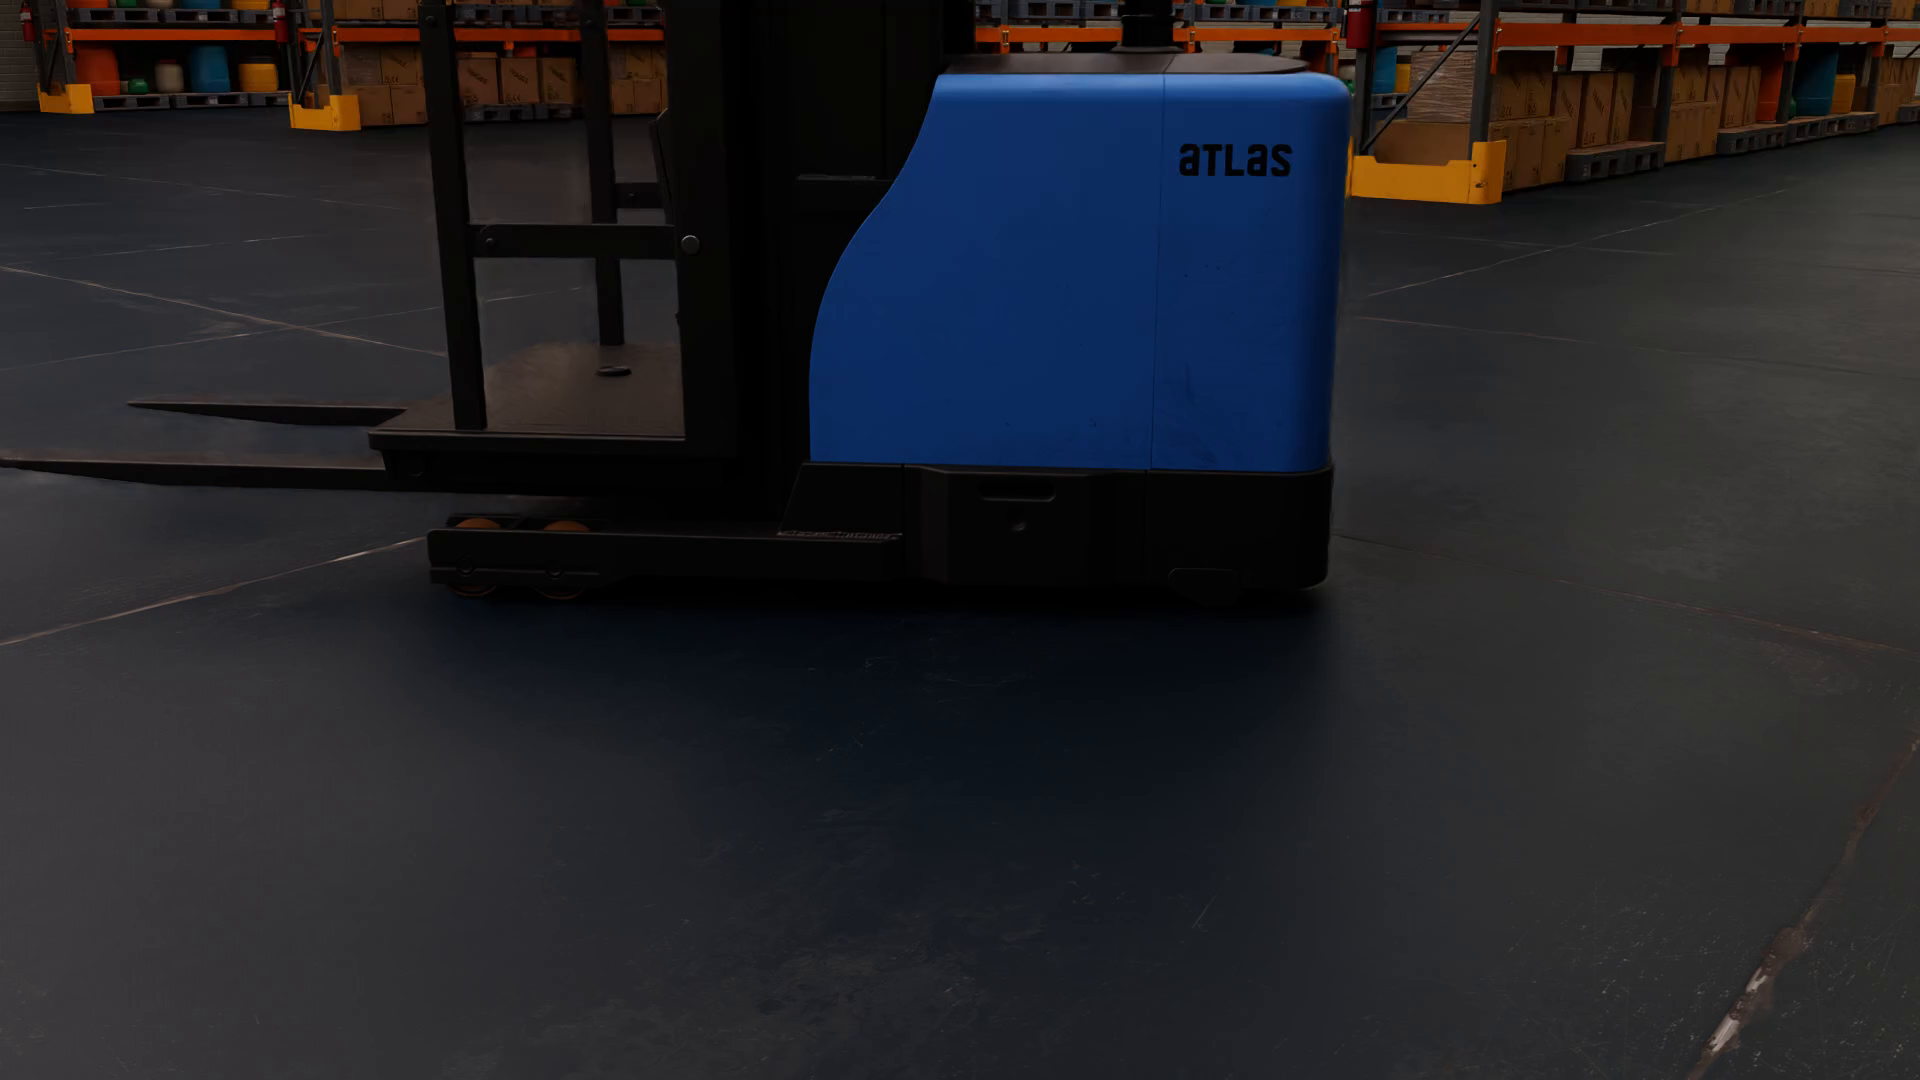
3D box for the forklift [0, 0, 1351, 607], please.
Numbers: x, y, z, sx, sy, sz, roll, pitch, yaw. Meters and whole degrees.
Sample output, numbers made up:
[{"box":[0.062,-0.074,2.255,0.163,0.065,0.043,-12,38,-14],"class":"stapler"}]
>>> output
[{"box":[-0.706,-1.425,3.591,3.031,2.935,1.130,2,17,5],"class":"forklift"}]
